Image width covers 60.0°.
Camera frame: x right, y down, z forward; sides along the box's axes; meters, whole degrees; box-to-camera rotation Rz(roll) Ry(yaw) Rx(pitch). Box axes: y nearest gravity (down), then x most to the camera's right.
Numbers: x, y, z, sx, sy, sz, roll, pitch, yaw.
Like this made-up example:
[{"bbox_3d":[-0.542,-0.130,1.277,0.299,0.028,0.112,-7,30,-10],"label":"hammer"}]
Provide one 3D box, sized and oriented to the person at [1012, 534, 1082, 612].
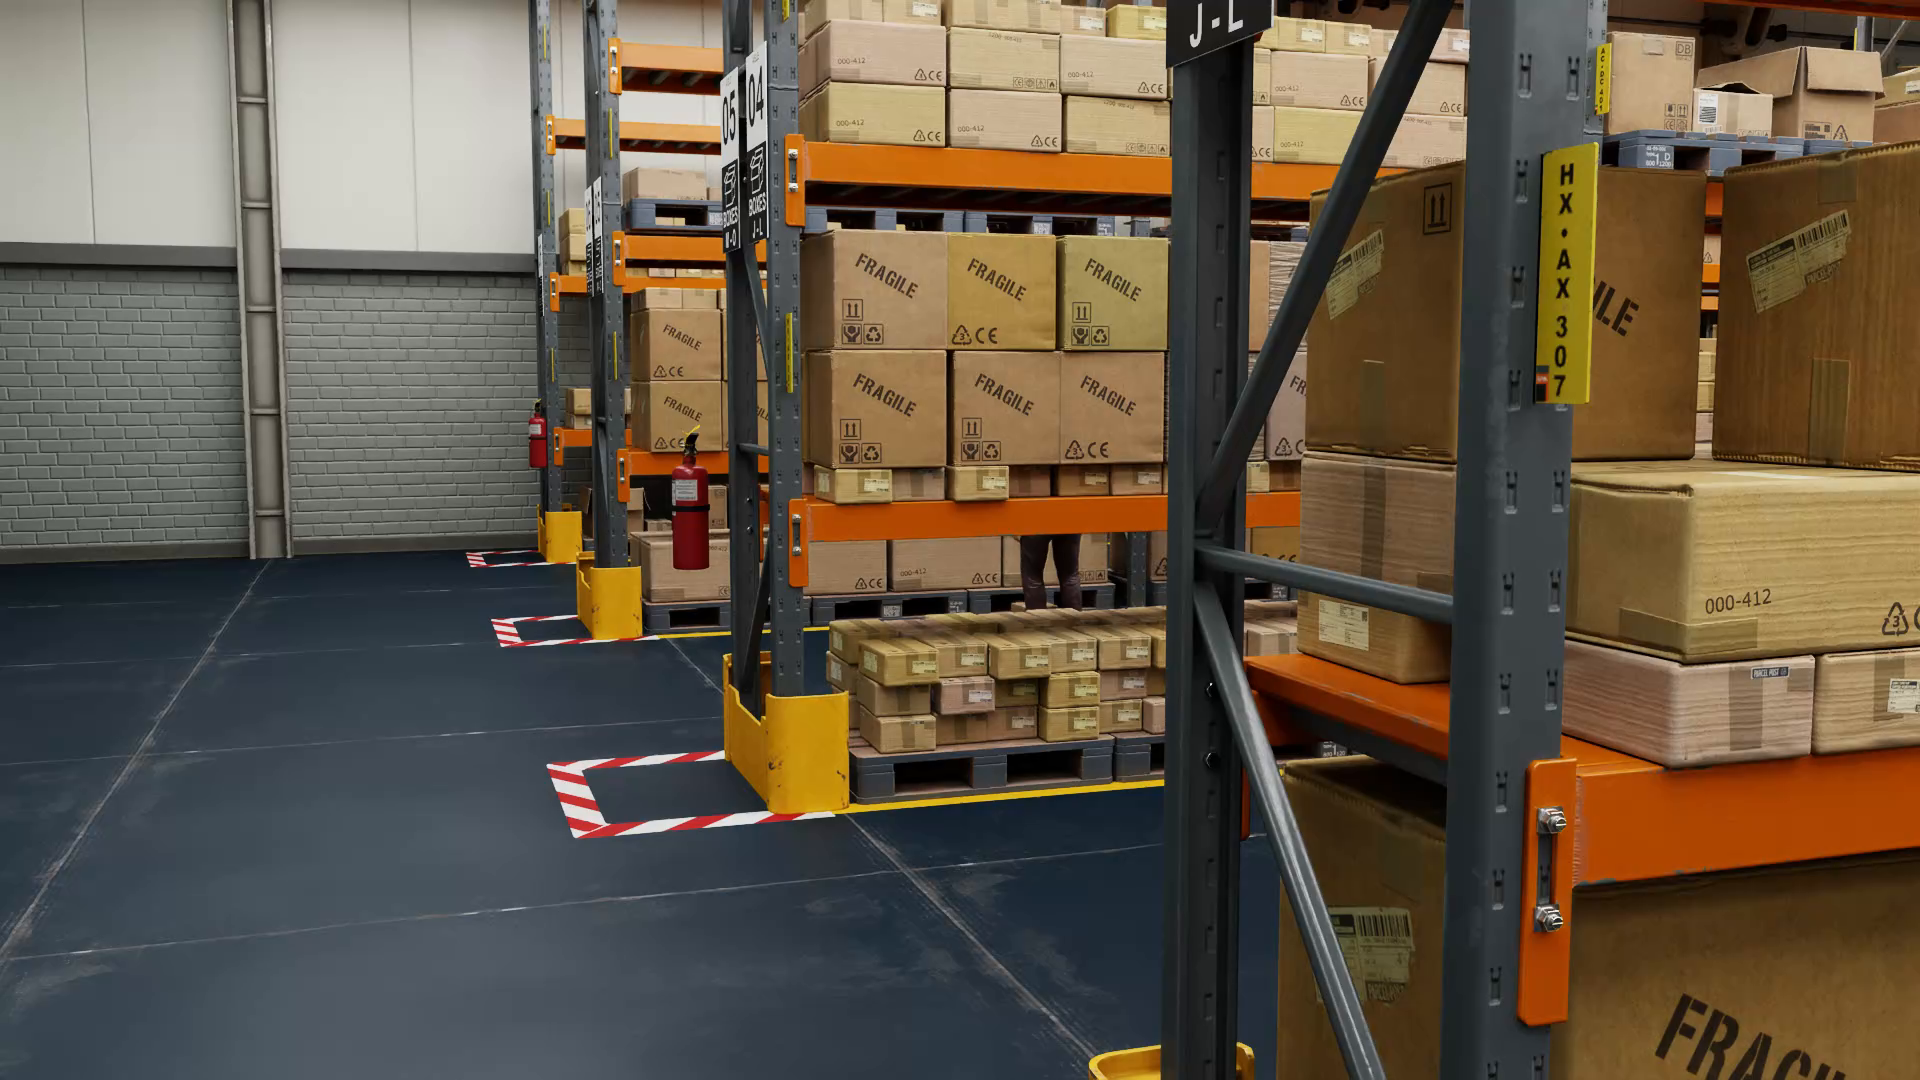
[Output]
[{"bbox_3d":[0.599,-0.084,11.292,0.593,1.619,0.474,-2,6,-22],"label":"person"}]
